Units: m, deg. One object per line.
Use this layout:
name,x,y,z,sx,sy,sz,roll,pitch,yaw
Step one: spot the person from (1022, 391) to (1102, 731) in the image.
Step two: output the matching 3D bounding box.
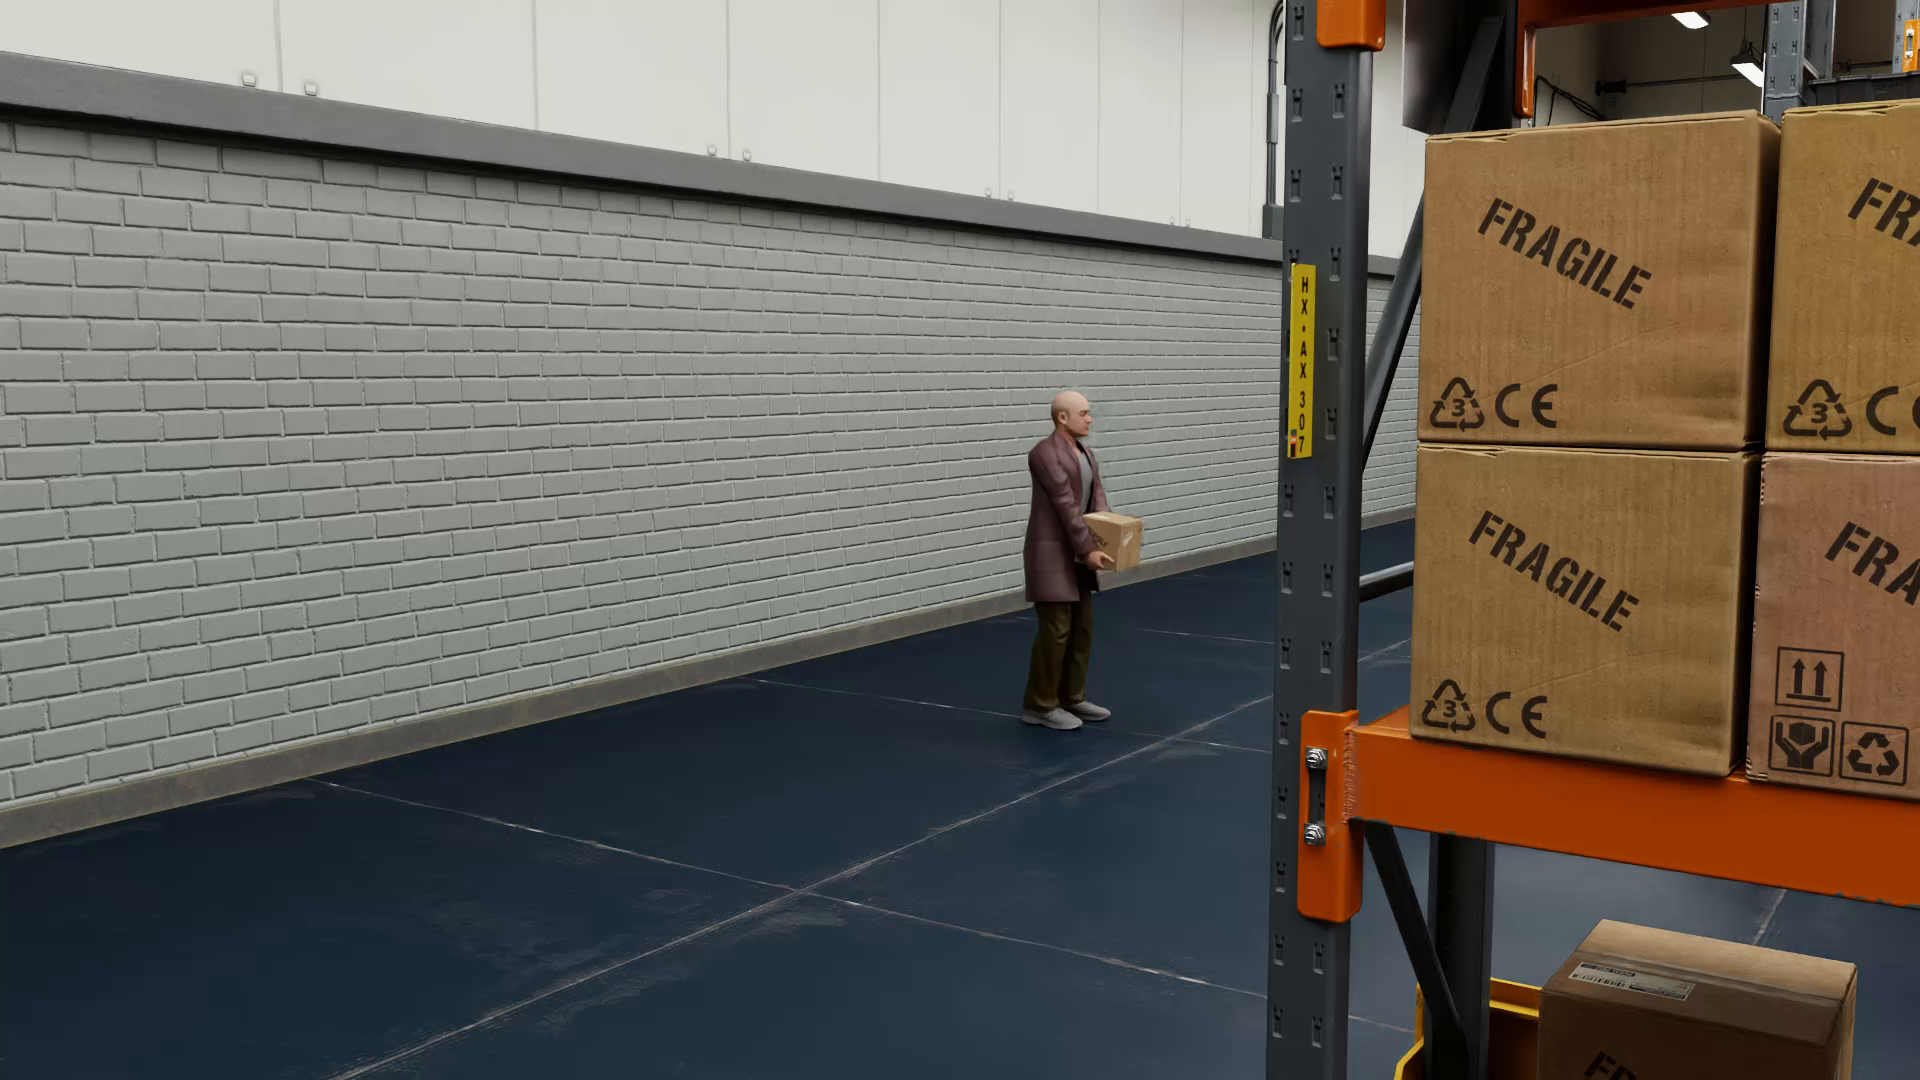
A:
person,0.564,0.093,8.893,0.419,1.775,0.655,4,7,31
